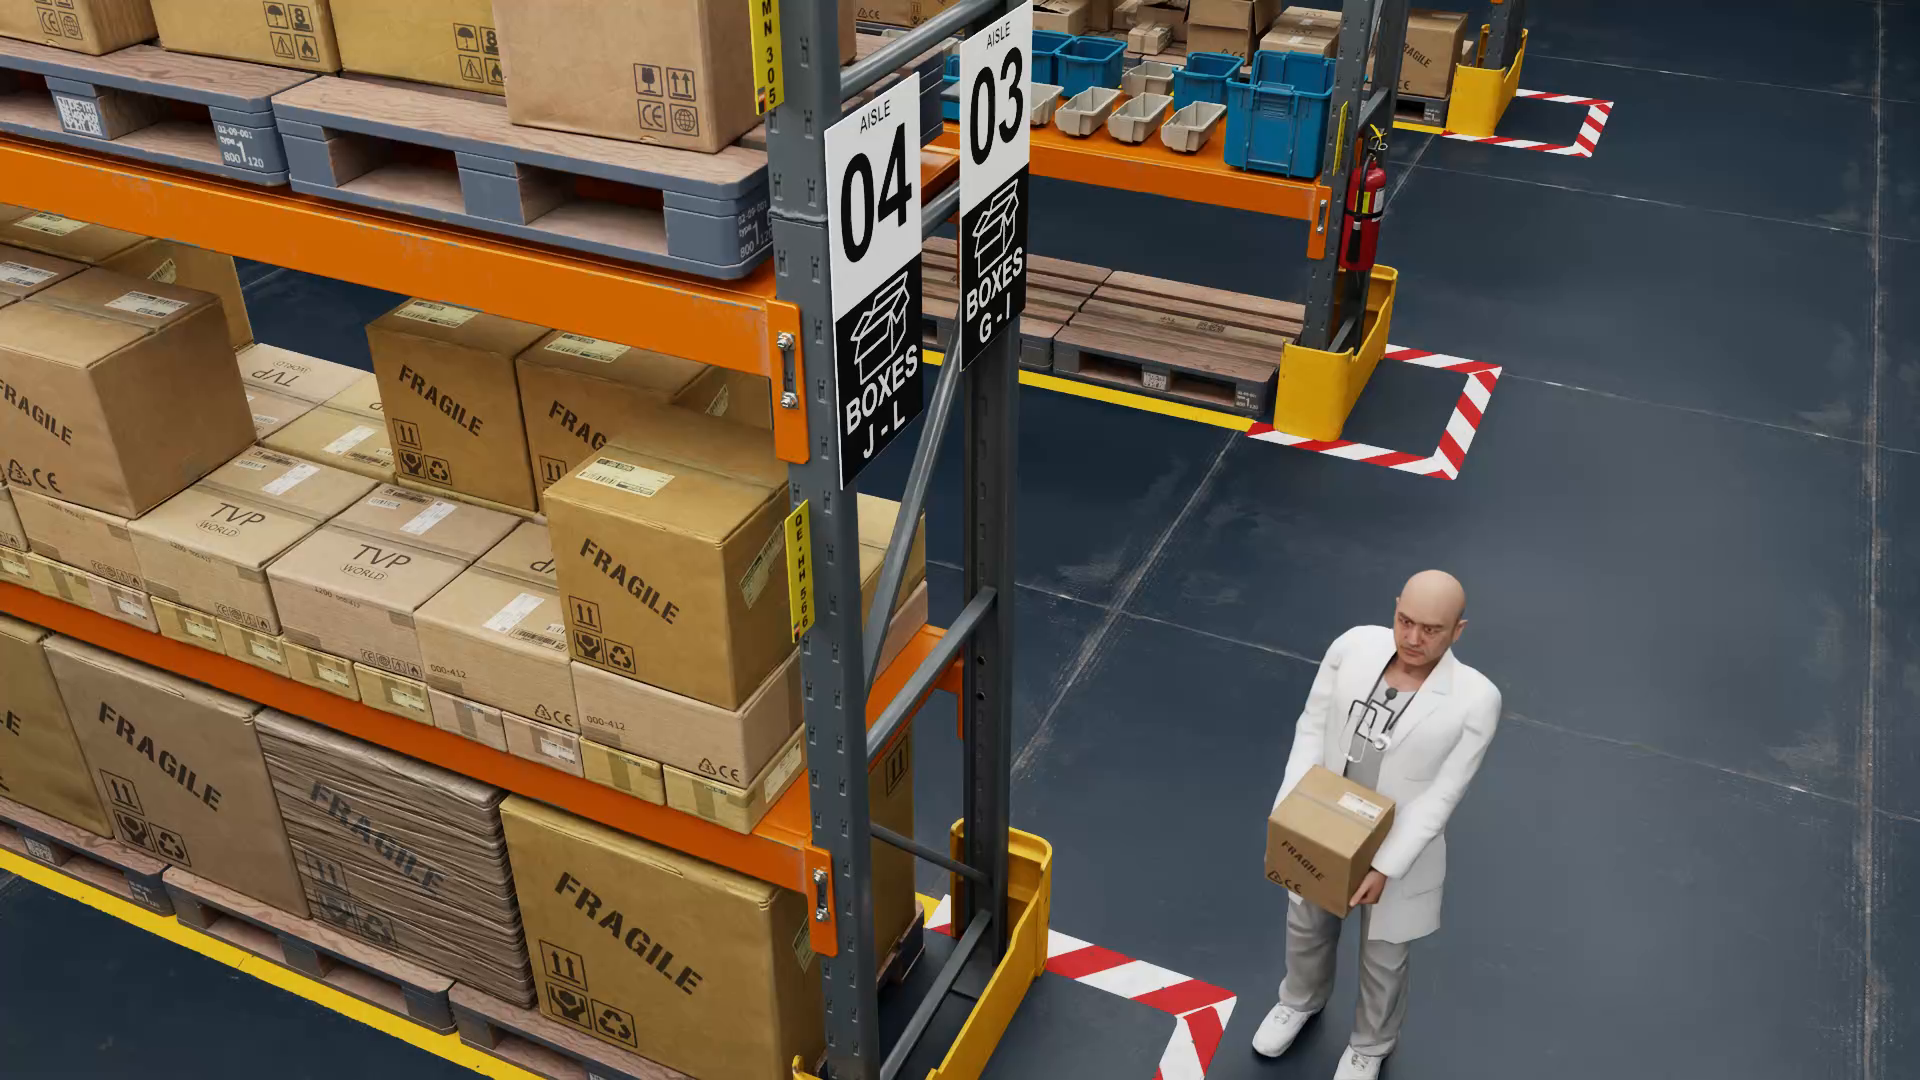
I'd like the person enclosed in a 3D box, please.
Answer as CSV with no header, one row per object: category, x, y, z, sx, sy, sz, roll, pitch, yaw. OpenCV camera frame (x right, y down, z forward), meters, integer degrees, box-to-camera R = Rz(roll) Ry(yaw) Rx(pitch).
person,1.136,0.994,4.837,0.530,1.559,0.563,24,40,32
